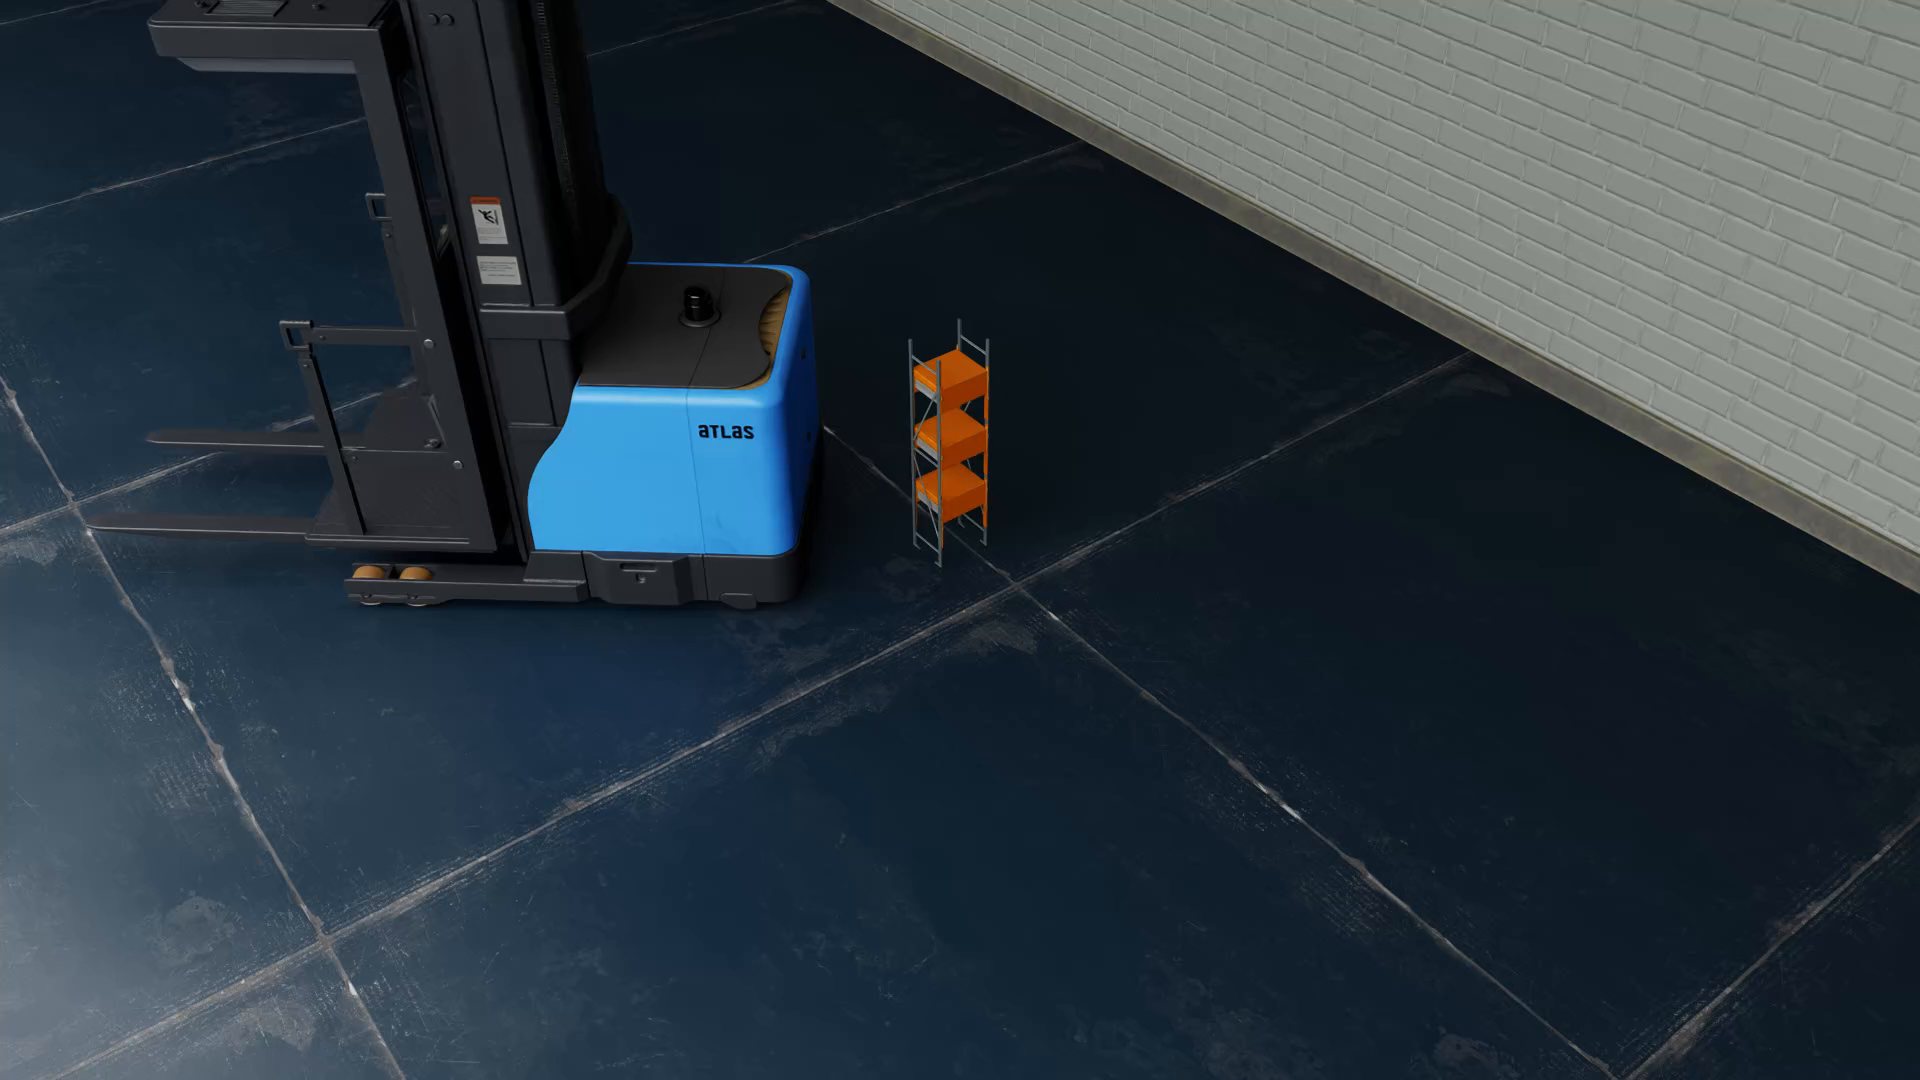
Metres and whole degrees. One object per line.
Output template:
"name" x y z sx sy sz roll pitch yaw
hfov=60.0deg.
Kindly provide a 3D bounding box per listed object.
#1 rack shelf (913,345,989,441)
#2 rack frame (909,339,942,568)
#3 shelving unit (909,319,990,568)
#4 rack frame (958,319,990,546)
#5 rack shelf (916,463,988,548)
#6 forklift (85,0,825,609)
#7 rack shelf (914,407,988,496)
"rack shelf" -0.042 -0.596 6.719 0.240 0.259 0.215 -26 46 -28
"rack frame" -0.139 -0.338 6.834 0.008 1.050 0.200 -26 46 -28
"shelving unit" -0.042 -0.385 6.892 0.252 1.050 0.215 -26 46 -28
"rack frame" 0.054 -0.432 6.949 0.008 1.050 0.200 -26 46 -28
"rack shelf" -0.042 -0.162 7.075 0.240 0.259 0.215 -26 46 -28
"forklift" -2.145 -1.191 6.391 3.031 2.935 1.130 2 39 2
"rack shelf" -0.042 -0.377 6.899 0.240 0.259 0.215 -26 46 -28
